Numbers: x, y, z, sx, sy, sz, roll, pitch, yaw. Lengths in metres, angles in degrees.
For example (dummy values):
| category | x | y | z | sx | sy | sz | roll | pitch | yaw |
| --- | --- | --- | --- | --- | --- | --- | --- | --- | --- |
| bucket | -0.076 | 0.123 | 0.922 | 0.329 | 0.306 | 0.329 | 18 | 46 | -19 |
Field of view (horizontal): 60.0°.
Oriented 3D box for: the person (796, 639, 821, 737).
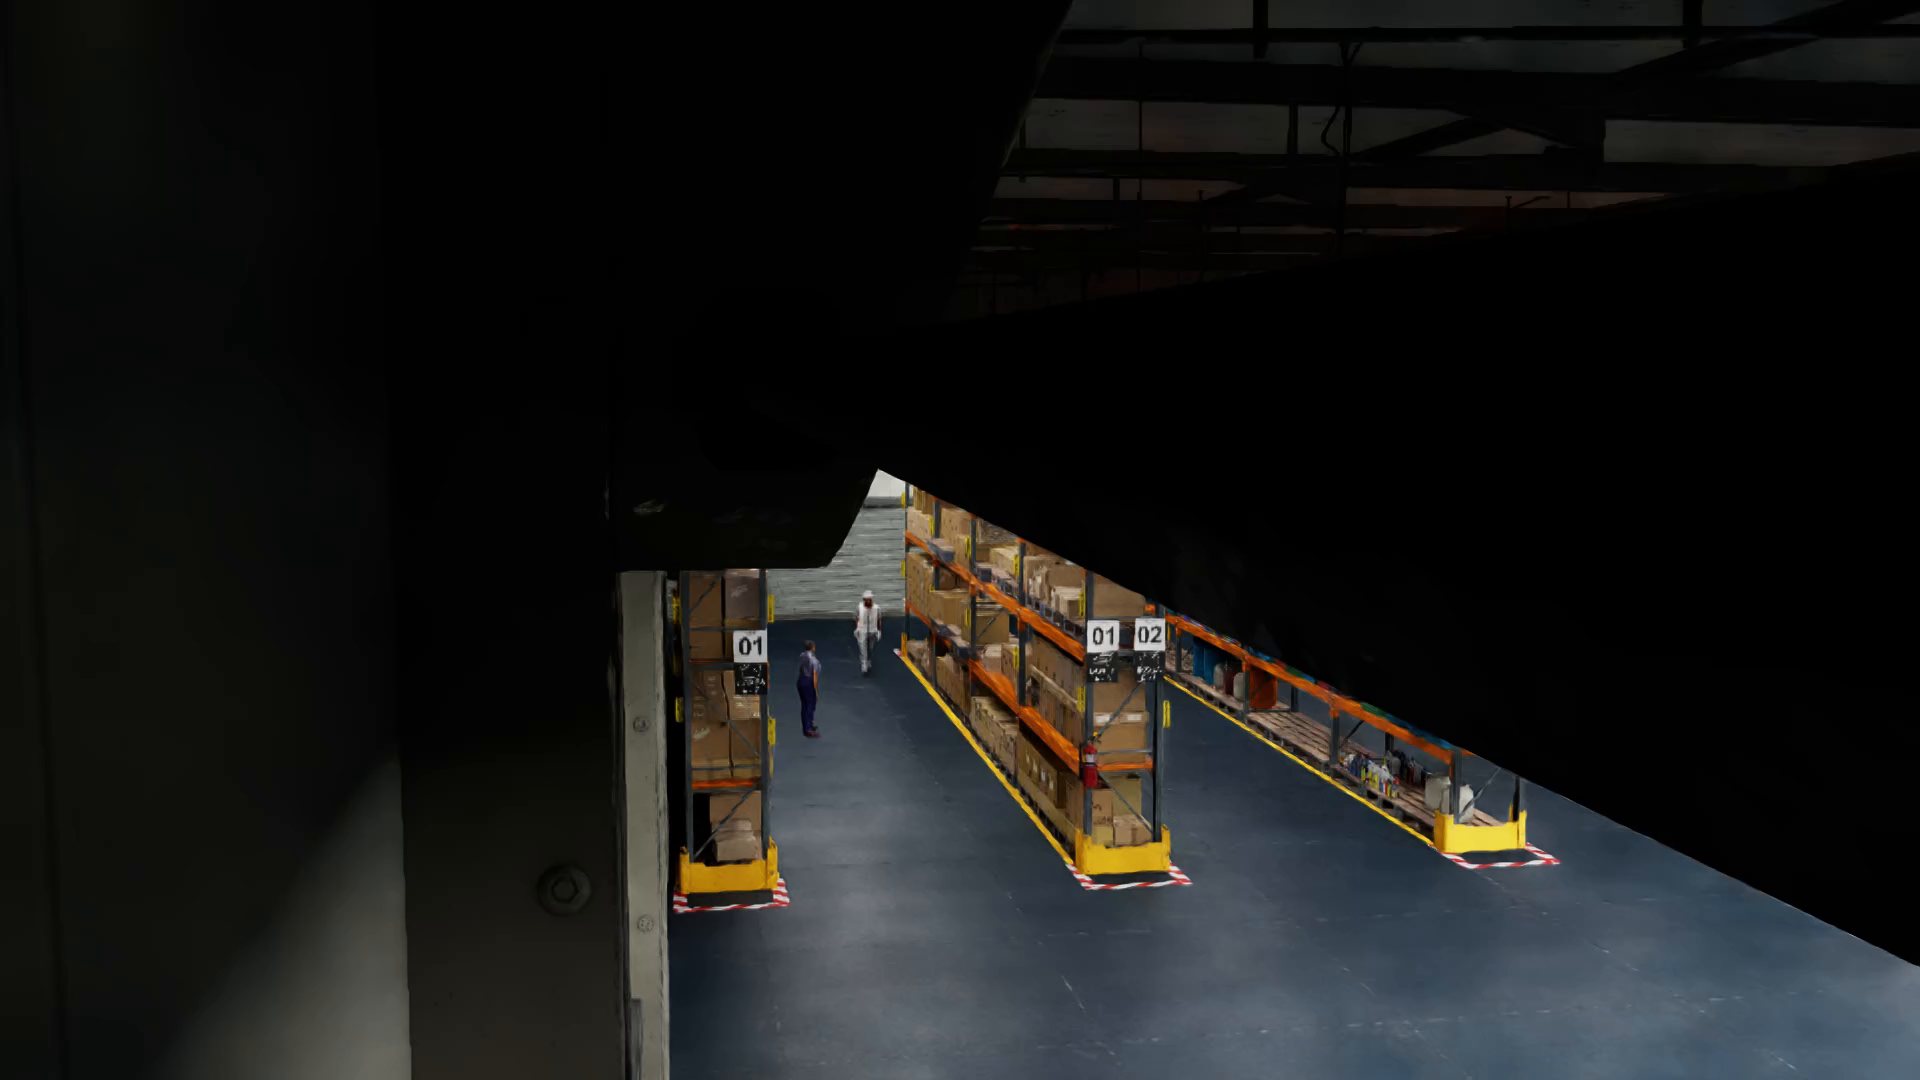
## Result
| category | x | y | z | sx | sy | sz | roll | pitch | yaw |
| --- | --- | --- | --- | --- | --- | --- | --- | --- | --- |
| person | -2.570 | 2.531 | 28.702 | 0.445 | 1.646 | 0.576 | -4 | 7 | -33 |

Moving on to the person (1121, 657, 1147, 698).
| category | x | y | z | sx | sy | sz | roll | pitch | yaw |
| --- | --- | --- | --- | --- | --- | --- | --- | --- | --- |
| person | 3.245 | 2.175 | 31.882 | 0.577 | 1.691 | 1.121 | -1 | 6 | -8 |

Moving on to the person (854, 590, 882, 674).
| category | x | y | z | sx | sy | sz | roll | pitch | yaw |
| --- | --- | --- | --- | --- | --- | --- | --- | --- | --- |
| person | -1.900 | 1.885 | 34.575 | 0.563 | 1.707 | 1.127 | -1 | 6 | -12 |
